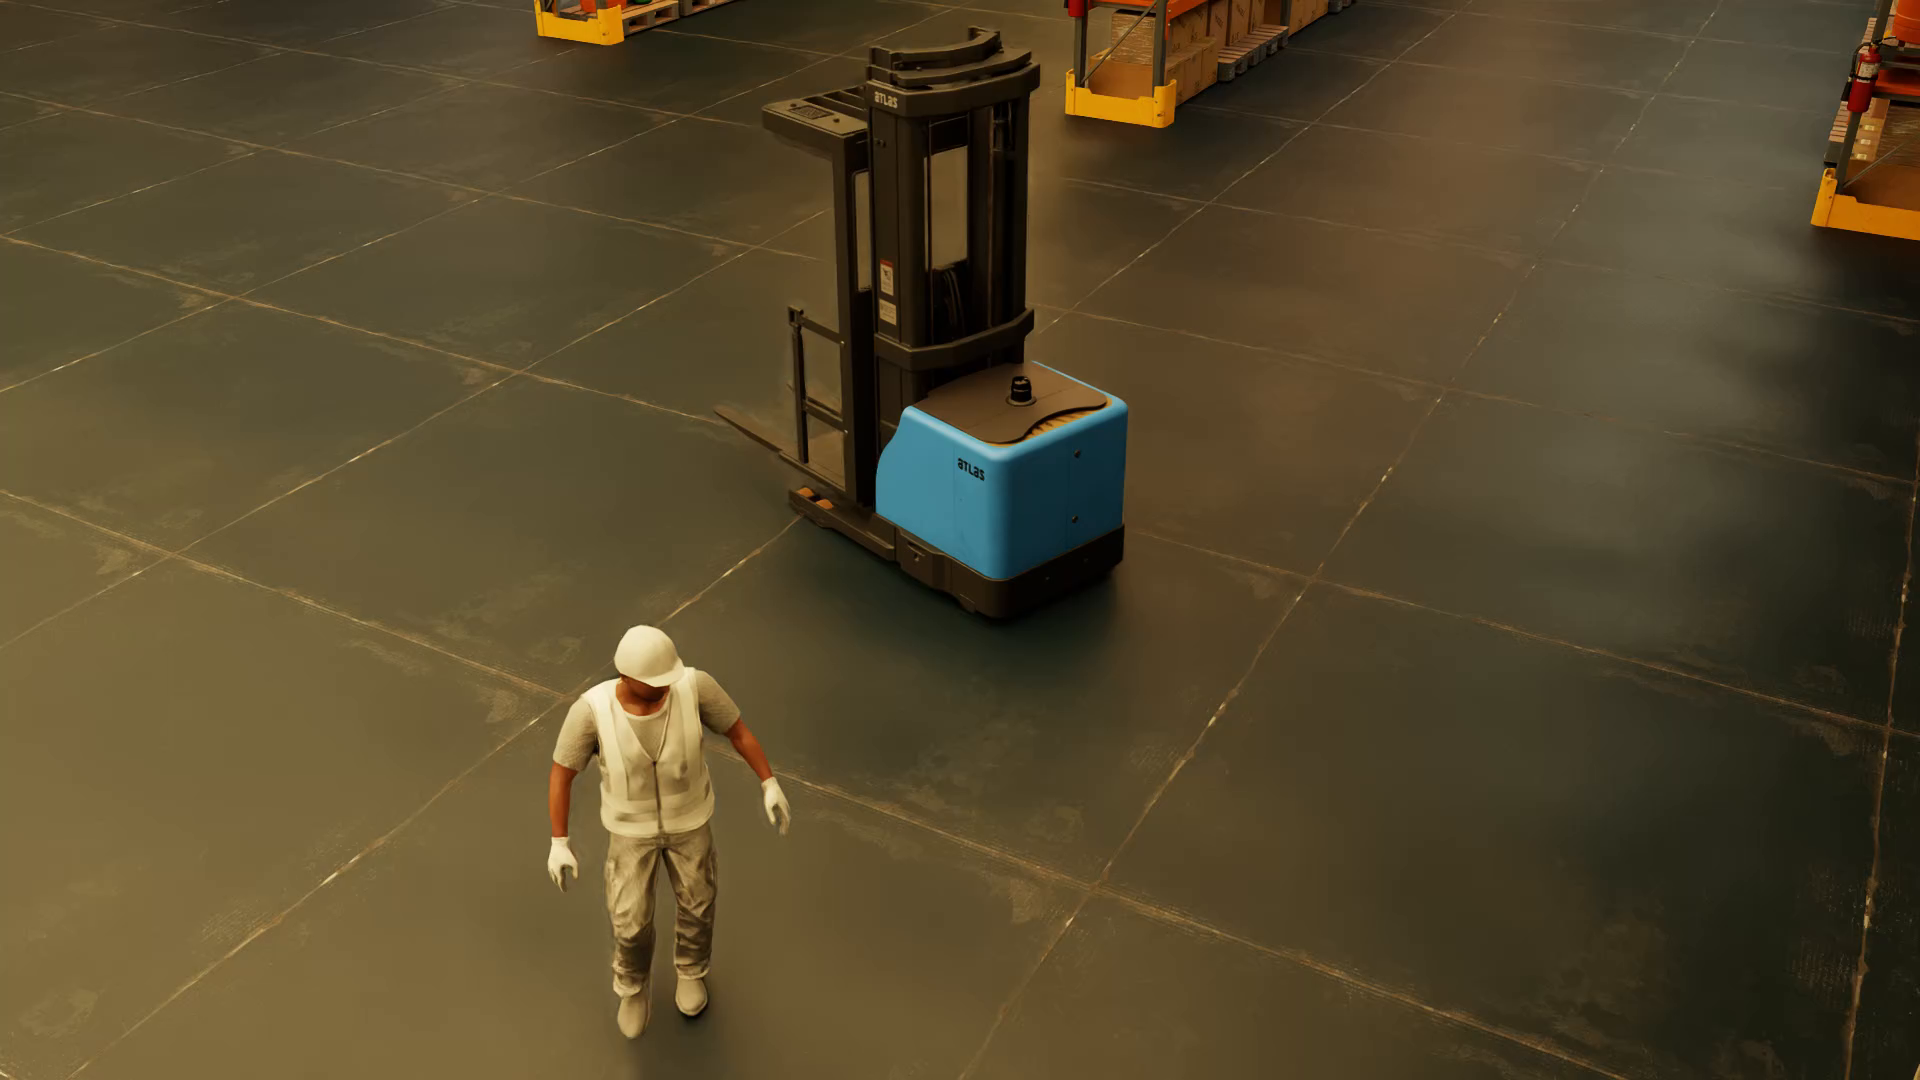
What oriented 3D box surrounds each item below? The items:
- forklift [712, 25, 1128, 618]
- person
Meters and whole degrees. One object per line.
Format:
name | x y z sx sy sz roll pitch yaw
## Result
forklift | -0.403 -1.498 9.667 1.130 2.935 3.031 -24 38 -35
person | -1.116 1.108 6.358 0.913 1.788 0.488 -8 31 -14
